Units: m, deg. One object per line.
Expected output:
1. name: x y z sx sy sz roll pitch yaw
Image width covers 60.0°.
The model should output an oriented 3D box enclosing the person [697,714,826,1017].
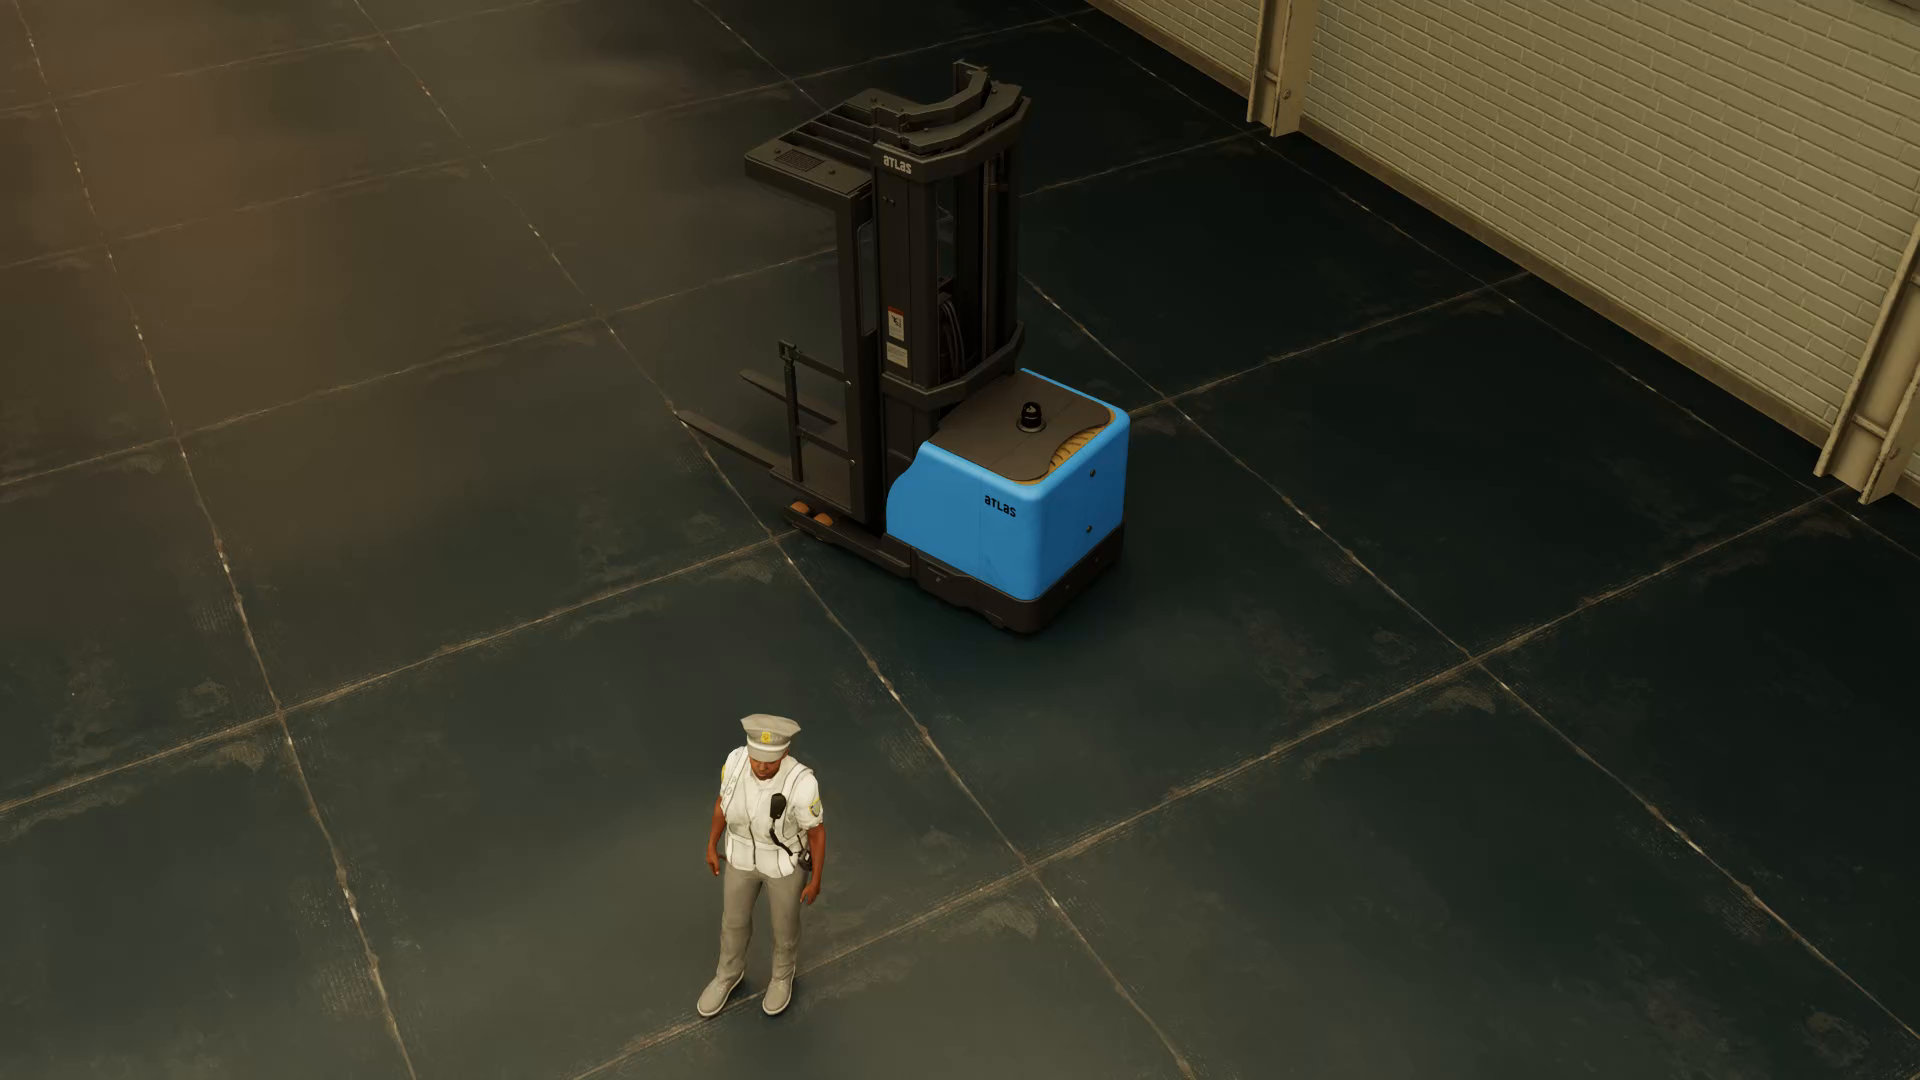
1. person: -0.880 1.440 7.258 0.570 1.694 0.529 13 41 15

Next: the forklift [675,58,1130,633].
1. forklift: -0.481 -1.366 9.683 3.031 2.935 1.130 26 46 28
